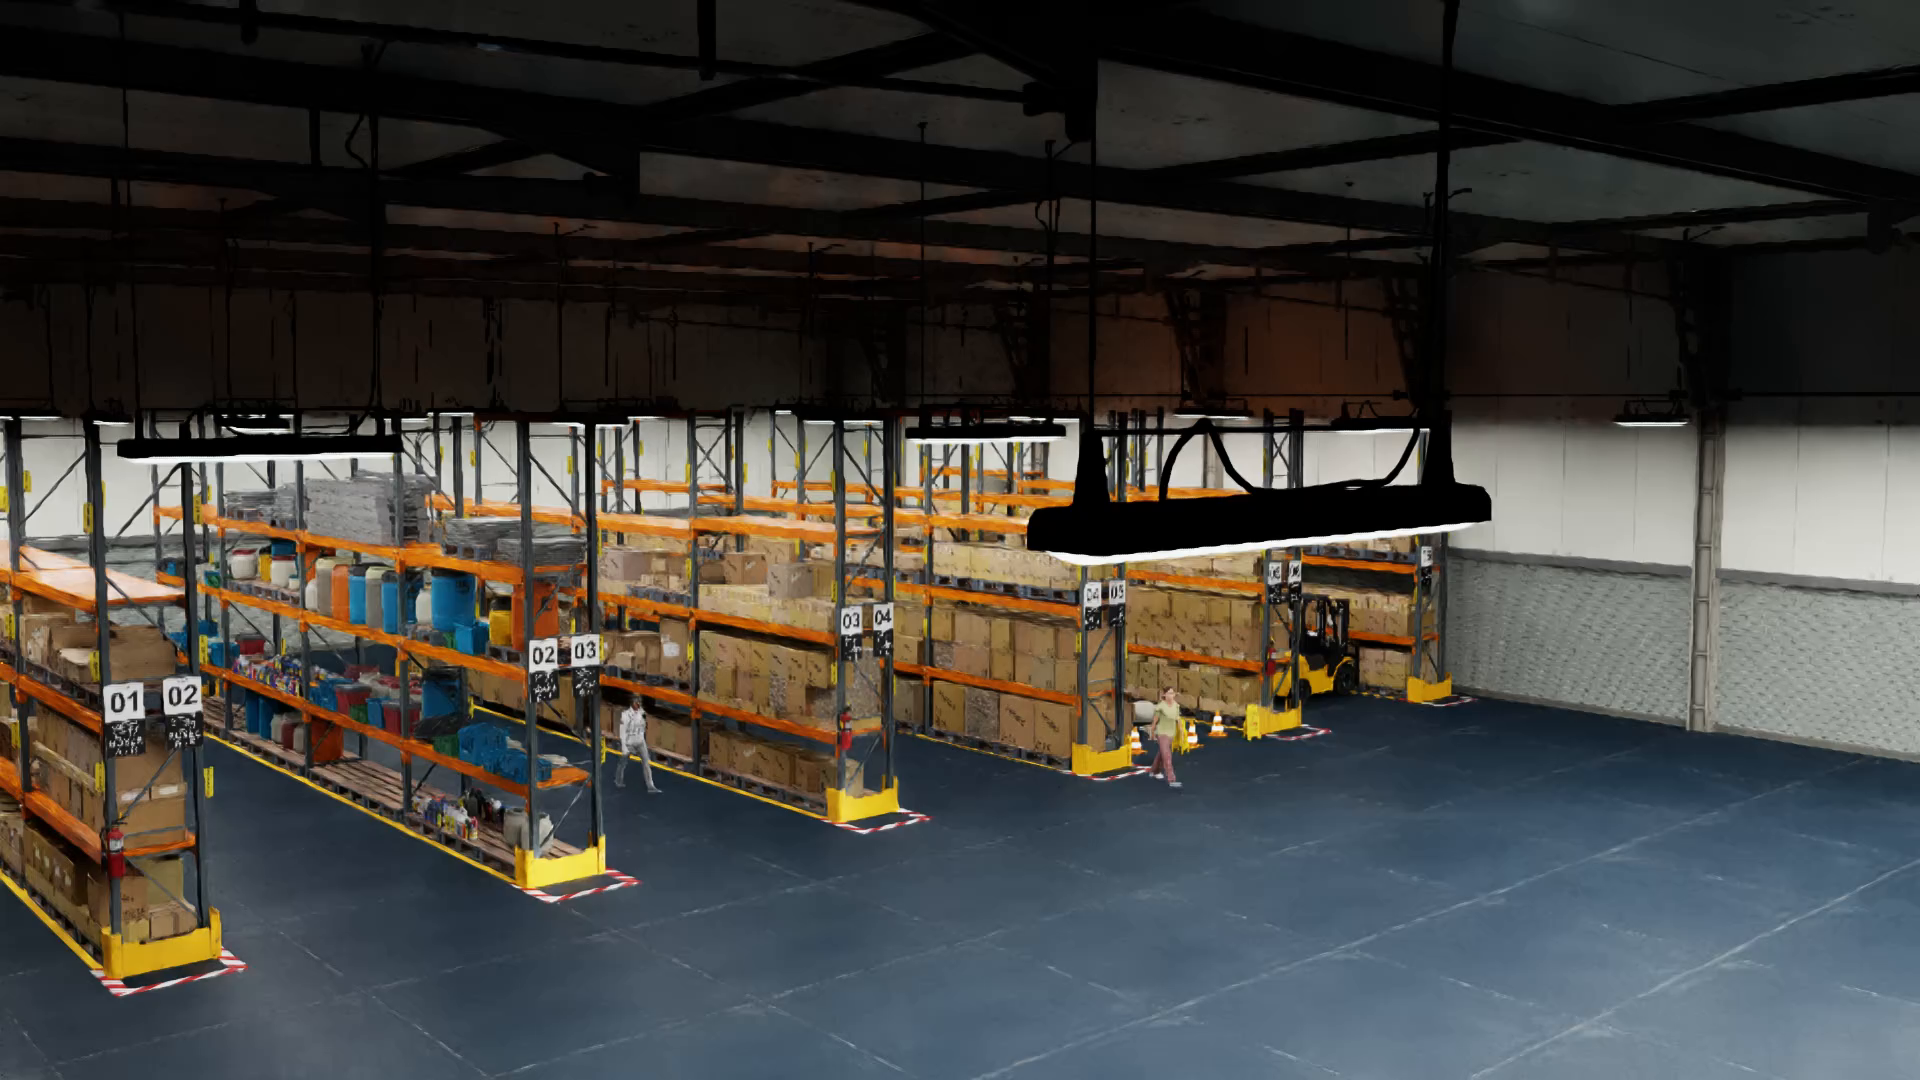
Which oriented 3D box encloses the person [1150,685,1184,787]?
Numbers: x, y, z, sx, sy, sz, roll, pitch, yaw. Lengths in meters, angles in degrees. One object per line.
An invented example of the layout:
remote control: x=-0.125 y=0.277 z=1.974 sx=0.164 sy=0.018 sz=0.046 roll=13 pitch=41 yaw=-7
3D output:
person: x=3.379 y=3.150 z=26.952 sx=0.447 sy=1.605 sz=1.017 roll=-3 pitch=6 yaw=-32

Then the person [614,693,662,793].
person: x=-5.178 y=3.198 z=26.431 sx=0.495 sy=1.589 sz=1.086 roll=-4 pitch=6 yaw=-39
